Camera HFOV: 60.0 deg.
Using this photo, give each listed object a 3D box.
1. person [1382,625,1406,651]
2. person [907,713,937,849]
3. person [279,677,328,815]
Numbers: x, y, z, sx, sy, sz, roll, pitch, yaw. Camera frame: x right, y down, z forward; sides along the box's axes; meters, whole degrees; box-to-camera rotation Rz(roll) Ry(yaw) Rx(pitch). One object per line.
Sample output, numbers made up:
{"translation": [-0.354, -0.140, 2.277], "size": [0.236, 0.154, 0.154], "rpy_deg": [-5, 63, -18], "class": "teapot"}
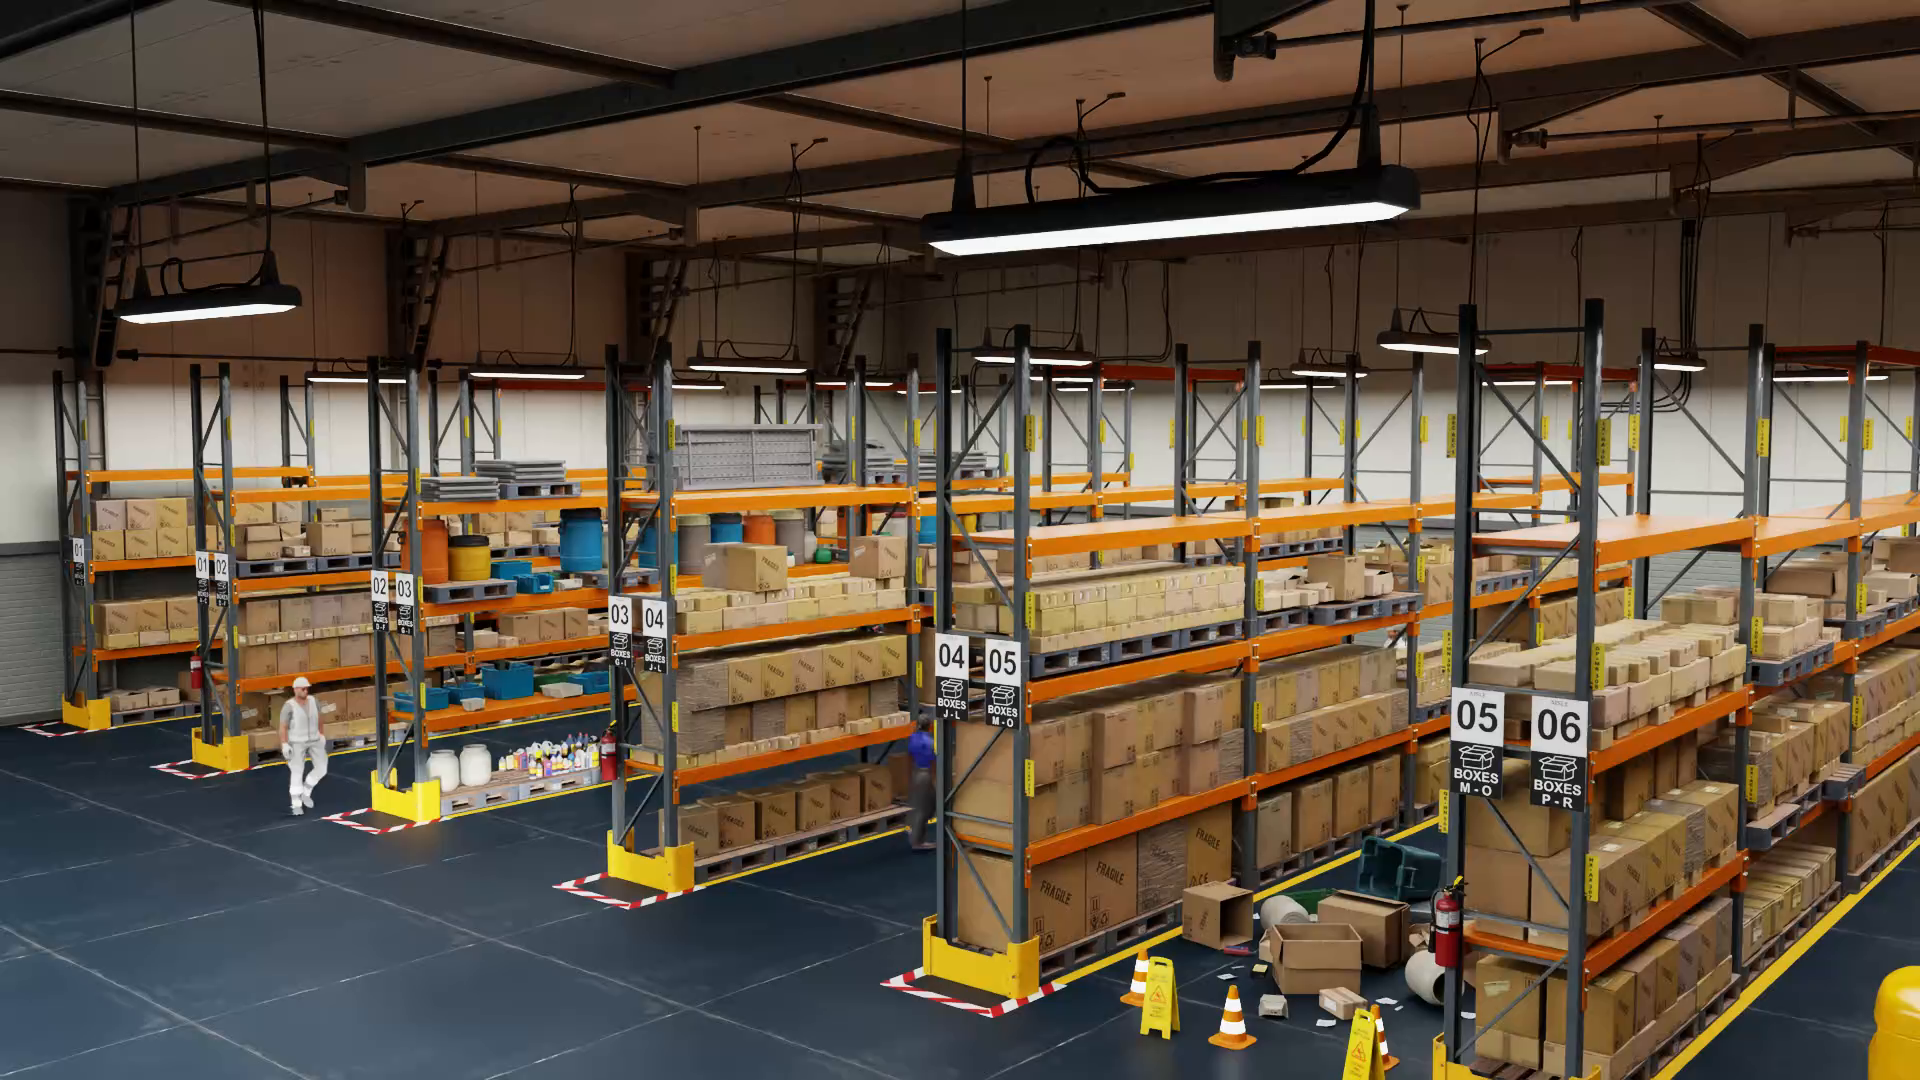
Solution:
{"translation": [7.501, 2.272, 28.938], "size": [0.567, 1.619, 0.945], "rpy_deg": [3, 5, 40], "class": "person"}
{"translation": [-0.393, 2.893, 19.920], "size": [0.408, 1.663, 0.437], "rpy_deg": [-1, 4, -15], "class": "person"}
{"translation": [-8.655, 2.689, 21.936], "size": [0.540, 1.787, 0.669], "rpy_deg": [4, 6, 44], "class": "person"}
